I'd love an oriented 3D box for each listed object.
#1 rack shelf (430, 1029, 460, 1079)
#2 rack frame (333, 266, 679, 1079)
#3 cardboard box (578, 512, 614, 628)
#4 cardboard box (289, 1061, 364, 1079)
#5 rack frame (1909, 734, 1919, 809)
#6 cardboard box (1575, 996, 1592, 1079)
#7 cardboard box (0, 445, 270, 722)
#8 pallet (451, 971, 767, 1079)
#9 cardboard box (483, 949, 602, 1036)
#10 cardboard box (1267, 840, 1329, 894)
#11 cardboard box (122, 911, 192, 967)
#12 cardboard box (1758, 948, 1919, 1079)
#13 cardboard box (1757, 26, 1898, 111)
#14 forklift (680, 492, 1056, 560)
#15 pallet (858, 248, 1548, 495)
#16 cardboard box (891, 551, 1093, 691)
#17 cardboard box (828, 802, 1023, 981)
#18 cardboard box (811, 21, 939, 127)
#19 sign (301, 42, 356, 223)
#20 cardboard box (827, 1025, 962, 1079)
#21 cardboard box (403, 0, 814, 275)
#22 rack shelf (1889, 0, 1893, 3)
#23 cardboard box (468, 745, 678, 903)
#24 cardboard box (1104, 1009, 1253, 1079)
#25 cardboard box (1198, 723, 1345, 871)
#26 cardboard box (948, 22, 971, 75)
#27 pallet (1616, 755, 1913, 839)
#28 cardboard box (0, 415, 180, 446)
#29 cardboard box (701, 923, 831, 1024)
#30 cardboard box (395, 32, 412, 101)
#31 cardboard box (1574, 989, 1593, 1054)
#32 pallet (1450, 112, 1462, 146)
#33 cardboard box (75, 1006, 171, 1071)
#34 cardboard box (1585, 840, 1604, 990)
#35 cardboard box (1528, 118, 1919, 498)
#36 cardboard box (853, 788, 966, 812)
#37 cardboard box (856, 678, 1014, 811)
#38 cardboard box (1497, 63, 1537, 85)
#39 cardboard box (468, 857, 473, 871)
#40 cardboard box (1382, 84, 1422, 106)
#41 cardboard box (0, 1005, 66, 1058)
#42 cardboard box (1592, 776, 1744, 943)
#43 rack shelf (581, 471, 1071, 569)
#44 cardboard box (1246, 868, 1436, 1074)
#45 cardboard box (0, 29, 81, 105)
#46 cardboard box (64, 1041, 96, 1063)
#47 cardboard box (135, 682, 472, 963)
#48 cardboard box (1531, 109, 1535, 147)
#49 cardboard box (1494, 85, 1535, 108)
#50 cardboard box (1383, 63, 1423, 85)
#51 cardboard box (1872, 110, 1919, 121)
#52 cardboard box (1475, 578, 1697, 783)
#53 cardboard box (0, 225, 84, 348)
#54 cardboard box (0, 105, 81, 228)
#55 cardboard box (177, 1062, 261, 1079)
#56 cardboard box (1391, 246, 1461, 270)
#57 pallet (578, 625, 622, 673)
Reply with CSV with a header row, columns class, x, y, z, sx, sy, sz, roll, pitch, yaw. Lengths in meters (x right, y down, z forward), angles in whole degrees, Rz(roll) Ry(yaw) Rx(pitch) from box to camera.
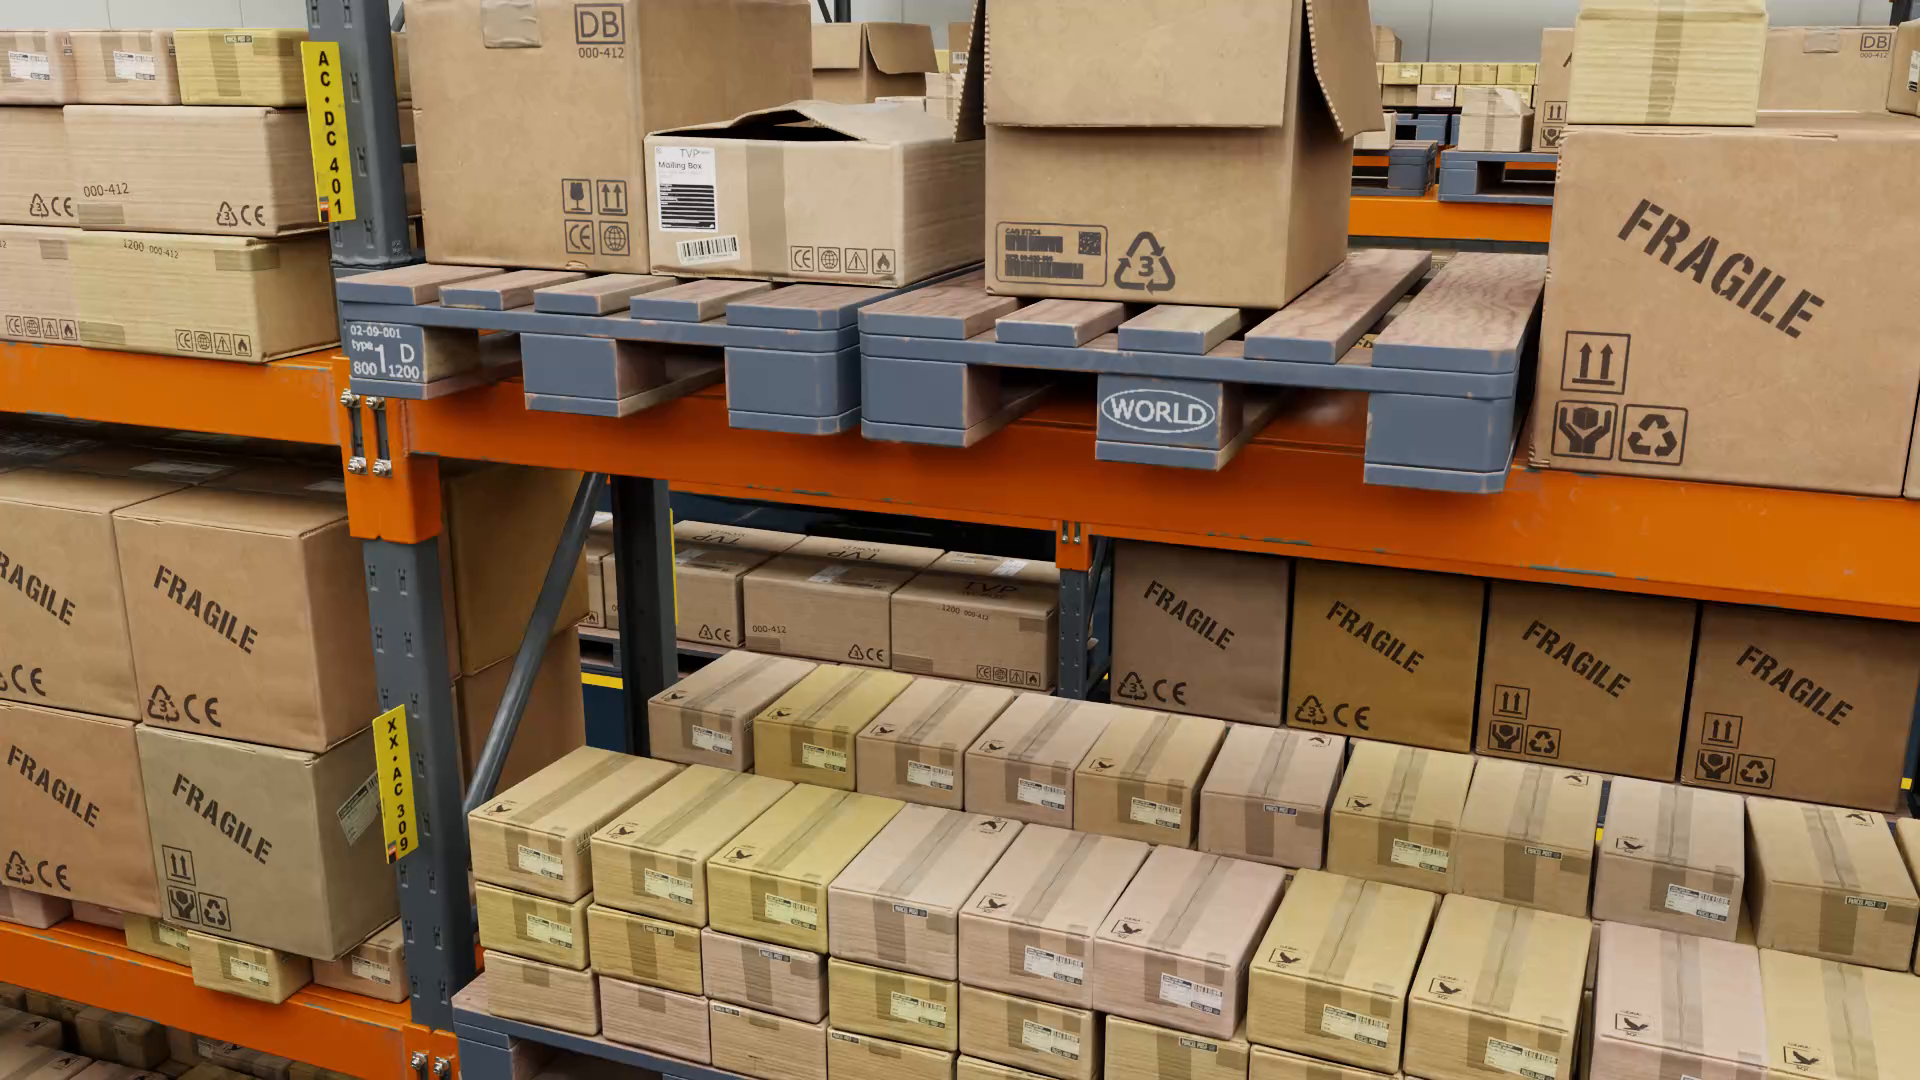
class,x,y,z,sx,sy,sz,roll,pitch,yaw
rack shelf,0.874,1.335,3.484,4.000,0.370,1.077,6,17,21
rack frame,-0.986,0.785,4.089,0.127,3.000,1.000,6,17,21
cardboard box,-2.334,0.152,10.111,0.875,0.438,0.875,6,17,19
cardboard box,-1.719,1.521,4.846,0.250,0.149,0.380,6,17,20
rack frame,4.457,-0.100,7.137,0.127,3.000,1.000,6,17,21
cardboard box,1.150,0.933,2.743,0.250,0.149,0.380,6,17,20
cardboard box,-2.006,0.085,3.995,0.500,0.500,0.500,6,17,19
pallet,-0.329,0.993,3.716,1.213,0.211,1.003,6,17,21
cardboard box,-0.789,0.864,3.515,0.250,0.149,0.380,5,17,18
cardboard box,0.684,0.685,3.599,0.250,0.149,0.380,6,17,21
cardboard box,-1.844,0.896,4.156,0.250,0.149,0.380,7,18,23
cardboard box,1.384,0.817,2.609,0.250,0.149,0.380,7,18,22
cardboard box,3.466,-1.842,6.825,0.500,0.500,0.700,5,17,18
forklift,-0.595,-1.491,12.054,3.031,2.935,1.130,6,17,20
pallet,0.515,-0.369,3.021,1.003,0.211,1.213,6,17,21
cardboard box,0.191,0.428,9.162,0.875,0.438,0.875,6,17,20
cardboard box,-0.058,0.658,3.157,0.250,0.149,0.380,6,17,20
cardboard box,-0.530,-2.378,8.488,0.637,0.503,0.797,8,18,25
sign,-1.178,-0.762,3.111,0.005,0.325,0.100,6,17,21
cardboard box,-0.064,0.943,3.242,0.250,0.149,0.380,6,17,21
cardboard box,-0.674,-0.838,3.366,0.500,0.500,0.700,6,17,21
rack shelf,4.414,-3.936,11.597,4.000,0.370,1.077,6,17,21
cardboard box,-0.789,0.578,3.432,0.250,0.149,0.380,7,18,23
cardboard box,0.434,0.854,3.016,0.250,0.149,0.380,6,17,20
cardboard box,0.671,0.542,3.555,0.250,0.149,0.380,5,17,18
cardboard box,0.266,-2.362,8.437,0.500,0.500,0.500,7,17,22
pallet,3.751,1.139,7.871,1.213,0.211,1.003,6,17,21
cardboard box,-2.262,-0.104,4.645,0.500,0.500,0.500,7,17,22
cardboard box,-0.306,0.773,3.294,0.250,0.149,0.380,7,17,22
cardboard box,-1.168,-1.107,3.885,0.250,0.149,0.380,6,17,20
cardboard box,1.392,0.906,3.368,0.250,0.149,0.380,7,18,22
pallet,4.101,-2.957,11.935,1.003,0.211,1.213,6,17,21
cardboard box,-2.460,1.447,5.103,0.250,0.149,0.380,6,17,18
cardboard box,1.390,0.764,3.326,0.250,0.149,0.380,6,17,21
cardboard box,1.177,-0.387,2.566,0.500,0.500,0.500,6,17,21
cardboard box,-0.068,0.604,3.878,0.250,0.149,0.380,7,18,23
cardboard box,-0.051,0.463,3.828,0.250,0.149,0.380,6,17,19
cardboard box,3.895,-3.251,11.595,0.250,0.149,0.380,6,17,21
cardboard box,-1.130,0.792,4.516,0.250,0.149,0.380,7,18,23
cardboard box,3.185,-3.197,11.942,0.250,0.149,0.380,6,17,21
cardboard box,-2.844,1.530,4.817,0.250,0.149,0.380,6,17,21
cardboard box,1.400,0.623,3.279,0.250,0.149,0.380,7,18,23
rack shelf,-1.124,-0.368,9.352,4.000,0.370,1.077,6,17,21
cardboard box,0.667,0.737,2.886,0.250,0.149,0.380,7,18,22
cardboard box,-1.870,-1.014,3.565,0.250,0.149,0.380,6,17,21
cardboard box,-2.643,1.535,5.333,0.250,0.149,0.380,6,17,21
cardboard box,-1.540,0.618,3.951,0.500,0.500,0.500,6,17,21
cardboard box,2.550,-1.884,7.570,0.250,0.166,0.380,8,18,25
cardboard box,3.870,-3.100,11.611,0.250,0.149,0.380,7,17,22
cardboard box,3.165,-3.319,11.830,0.250,0.149,0.380,6,17,20
cardboard box,1.833,-0.471,2.856,0.500,0.500,0.500,6,17,21
cardboard box,3.017,0.534,8.010,0.875,0.875,0.875,7,17,21
cardboard box,-2.002,-0.618,3.809,0.500,0.250,0.500,6,17,20
cardboard box,-1.989,-0.861,3.751,0.500,0.250,0.500,6,17,18
cardboard box,-2.112,1.612,4.535,0.250,0.149,0.380,7,18,22
cardboard box,3.404,-1.886,12.357,0.500,0.500,0.700,6,17,21
pallet,-2.212,0.483,10.133,1.213,0.211,1.003,6,17,21
